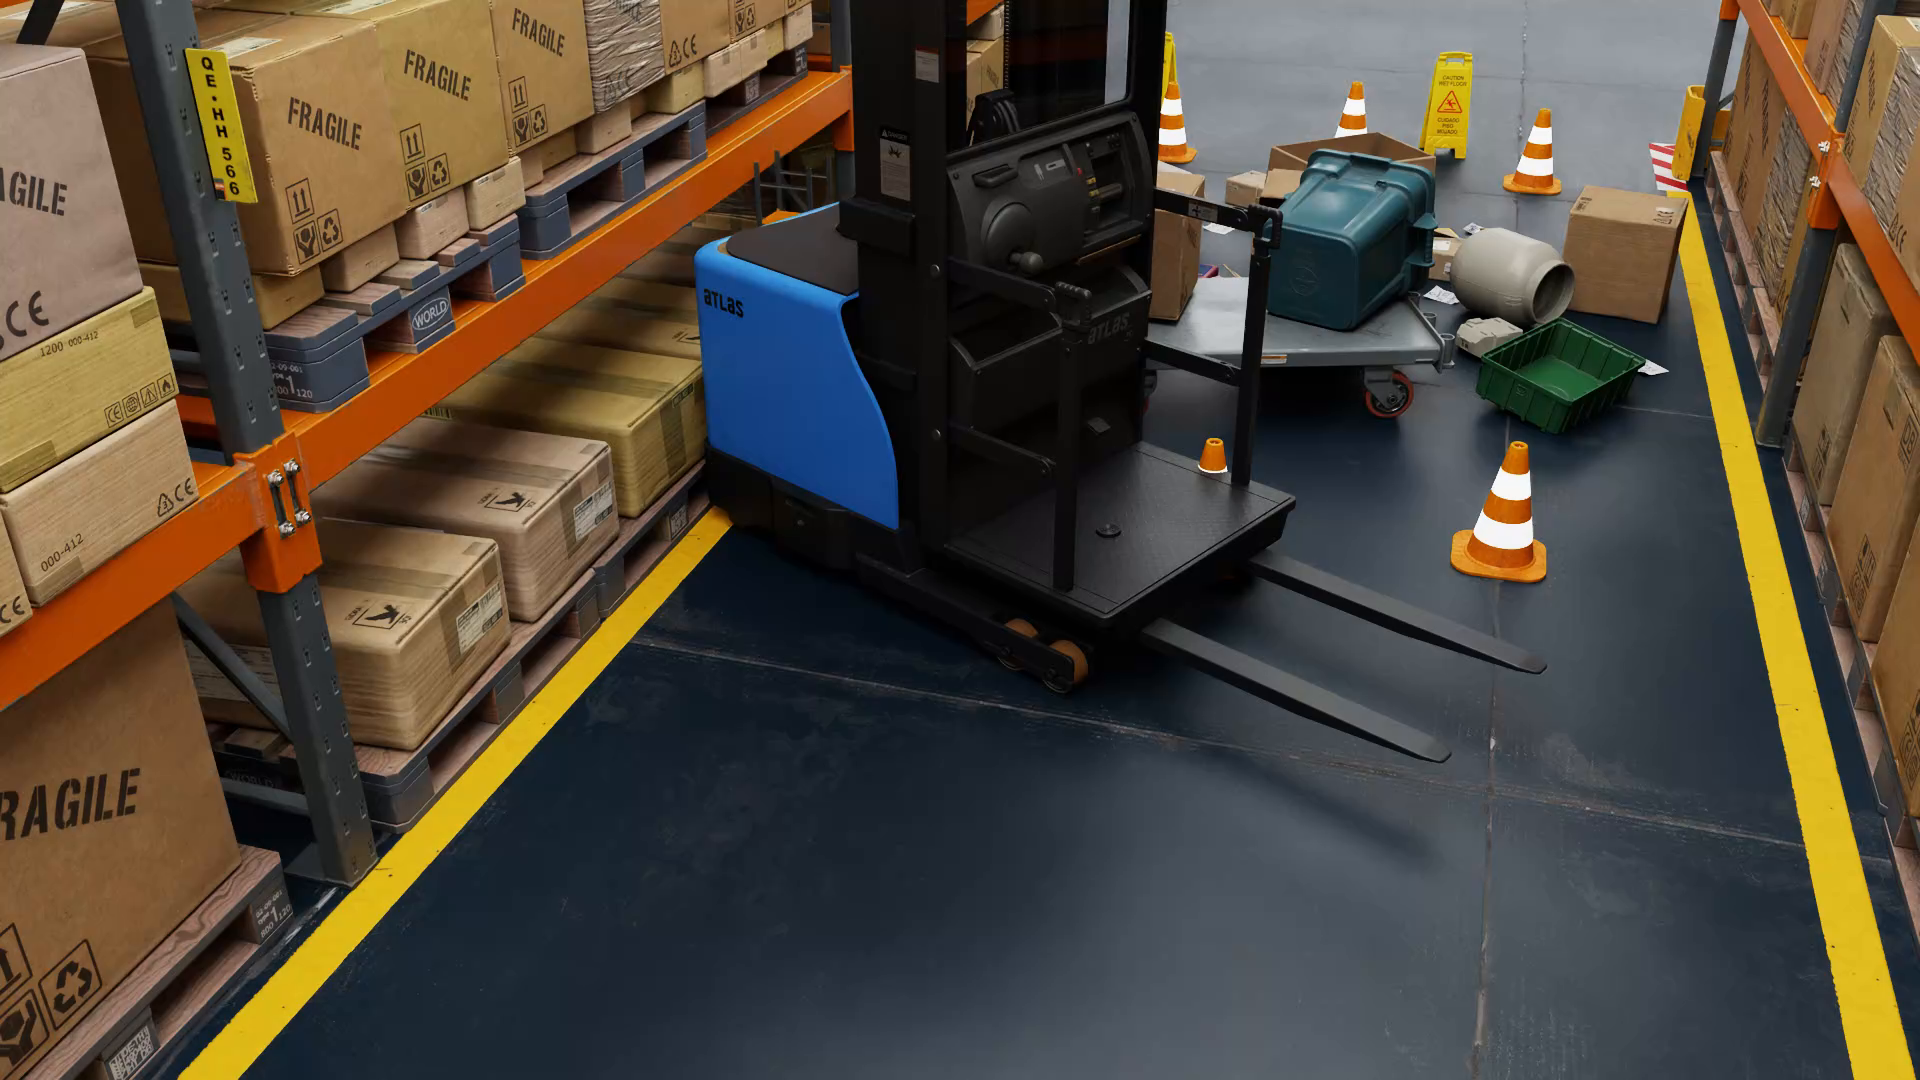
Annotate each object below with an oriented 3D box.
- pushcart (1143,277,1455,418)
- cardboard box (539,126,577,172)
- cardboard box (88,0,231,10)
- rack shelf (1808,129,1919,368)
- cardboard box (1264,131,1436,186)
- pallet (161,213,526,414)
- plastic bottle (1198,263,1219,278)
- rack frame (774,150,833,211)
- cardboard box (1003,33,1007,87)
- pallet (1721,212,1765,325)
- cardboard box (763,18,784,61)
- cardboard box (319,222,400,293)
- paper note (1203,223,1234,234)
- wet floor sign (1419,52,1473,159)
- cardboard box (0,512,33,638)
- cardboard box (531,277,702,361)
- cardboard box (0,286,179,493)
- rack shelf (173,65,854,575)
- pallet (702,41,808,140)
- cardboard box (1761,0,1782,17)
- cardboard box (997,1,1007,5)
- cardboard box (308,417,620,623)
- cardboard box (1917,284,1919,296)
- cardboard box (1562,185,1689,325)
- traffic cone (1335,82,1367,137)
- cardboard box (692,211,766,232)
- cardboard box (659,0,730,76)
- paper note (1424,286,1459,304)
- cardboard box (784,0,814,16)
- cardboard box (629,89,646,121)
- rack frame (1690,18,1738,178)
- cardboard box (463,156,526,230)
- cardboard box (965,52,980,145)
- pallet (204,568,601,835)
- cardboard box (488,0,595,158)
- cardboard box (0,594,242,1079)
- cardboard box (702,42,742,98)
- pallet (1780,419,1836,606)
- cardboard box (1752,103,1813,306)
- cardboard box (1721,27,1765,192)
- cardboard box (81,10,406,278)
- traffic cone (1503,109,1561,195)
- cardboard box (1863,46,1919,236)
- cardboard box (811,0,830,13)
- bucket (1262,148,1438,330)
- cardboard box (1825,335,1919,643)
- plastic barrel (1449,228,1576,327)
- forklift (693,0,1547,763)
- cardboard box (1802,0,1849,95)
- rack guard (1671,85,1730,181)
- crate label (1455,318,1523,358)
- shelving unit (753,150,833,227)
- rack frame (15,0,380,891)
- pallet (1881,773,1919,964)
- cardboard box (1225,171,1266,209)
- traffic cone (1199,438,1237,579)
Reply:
[{"bbox_3d":[1.256,-0.866,7.419,1.648,0.377,0.936,-1,29,-3],"label":"pushcart"},{"bbox_3d":[-1.458,-1.286,5.302,0.380,0.149,0.250,10,31,17],"label":"cardboard box"},{"bbox_3d":[-2.104,-1.305,4.670,0.500,0.500,0.500,8,30,14],"label":"cardboard box"},{"bbox_3d":[3.236,-0.411,4.643,1.077,0.370,4.000,8,30,15],"label":"rack shelf"},{"bbox_3d":[2.140,-1.905,9.156,0.797,0.503,0.637,-12,31,-20],"label":"cardboard box"},{"bbox_3d":[-2.005,-0.718,4.652,1.213,0.211,1.003,8,30,15],"label":"pallet"},{"bbox_3d":[1.233,-1.362,8.636,0.133,0.061,0.283,14,32,23],"label":"plastic bottle"},{"bbox_3d":[-0.614,-0.979,6.765,0.240,1.200,0.006,10,29,18],"label":"rack frame"},{"bbox_3d":[0.100,-2.830,9.877,0.500,0.500,0.500,10,31,17],"label":"cardboard box"},{"bbox_3d":[4.477,-1.347,8.455,1.003,0.211,1.213,8,30,15],"label":"pallet"},{"bbox_3d":[-0.920,-1.989,6.567,0.380,0.149,0.250,8,30,13],"label":"cardboard box"},{"bbox_3d":[-1.724,-0.780,4.393,0.380,0.149,0.250,7,30,12],"label":"cardboard box"},{"bbox_3d":[1.468,-1.774,9.419,0.148,0.019,0.142,20,35,32],"label":"paper note"},{"bbox_3d":[3.113,-2.781,10.585,0.267,0.644,0.232,3,29,6],"label":"wet floor sign"},{"bbox_3d":[-2.148,0.122,3.100,0.500,0.250,0.500,9,30,16],"label":"cardboard box"},{"bbox_3d":[-1.298,-0.771,6.821,0.950,0.372,0.625,10,31,18],"label":"cardboard box"},{"bbox_3d":[-2.012,-0.347,3.428,0.500,0.250,0.500,8,30,15],"label":"cardboard box"},{"bbox_3d":[-1.525,-1.070,5.829,1.077,0.370,4.000,8,30,15],"label":"rack shelf"},{"bbox_3d":[-1.302,-1.896,6.770,1.003,0.211,1.213,8,30,15],"label":"pallet"},{"bbox_3d":[4.507,-2.899,8.222,0.875,0.550,0.550,8,30,15],"label":"cardboard box"},{"bbox_3d":[0.129,-3.060,9.623,0.380,0.149,0.250,9,30,16],"label":"cardboard box"},{"bbox_3d":[-1.728,-0.096,5.608,0.950,0.372,0.625,8,30,14],"label":"cardboard box"},{"bbox_3d":[2.966,-0.790,4.482,0.500,0.500,0.500,9,30,16],"label":"cardboard box"},{"bbox_3d":[3.298,-1.431,8.306,0.500,0.500,0.500,14,32,23],"label":"cardboard box"},{"bbox_3d":[2.504,-2.680,10.592,0.336,0.463,0.334,8,30,15],"label":"traffic cone"},{"bbox_3d":[-1.022,-1.609,8.454,0.500,0.250,0.500,10,31,17],"label":"cardboard box"},{"bbox_3d":[-1.156,-1.954,5.837,0.500,0.500,0.500,10,30,17],"label":"cardboard box"},{"bbox_3d":[2.473,-1.246,8.467,0.172,0.023,0.155,20,35,32],"label":"paper note"},{"bbox_3d":[-0.855,-2.424,6.681,0.500,0.500,0.500,8,30,14],"label":"cardboard box"},{"bbox_3d":[-1.314,-1.530,5.741,0.380,0.149,0.250,7,30,13],"label":"cardboard box"},{"bbox_3d":[4.997,-3.514,9.481,1.000,3.000,0.127,8,30,15],"label":"rack frame"},{"bbox_3d":[-1.499,-1.026,4.835,0.380,0.149,0.250,9,30,15],"label":"cardboard box"},{"bbox_3d":[-0.207,-2.351,9.015,0.500,0.500,0.500,10,31,17],"label":"cardboard box"},{"bbox_3d":[-1.882,0.400,5.313,1.003,0.211,1.213,8,30,15],"label":"pallet"},{"bbox_3d":[-1.463,-1.480,4.983,0.500,0.500,0.500,9,30,16],"label":"cardboard box"},{"bbox_3d":[-2.395,0.599,3.842,0.875,0.875,0.875,8,30,14],"label":"cardboard box"},{"bbox_3d":[-1.033,-1.746,6.129,0.380,0.149,0.250,9,30,15],"label":"cardboard box"},{"bbox_3d":[3.669,-0.067,6.153,1.003,0.211,1.213,8,30,15],"label":"pallet"},{"bbox_3d":[4.336,-1.612,7.815,0.875,0.875,0.875,9,30,15],"label":"cardboard box"},{"bbox_3d":[4.861,-2.444,9.312,0.875,0.875,0.875,9,30,15],"label":"cardboard box"},{"bbox_3d":[-1.759,-0.989,4.101,0.500,0.500,0.500,8,30,13],"label":"cardboard box"},{"bbox_3d":[3.484,-2.361,10.018,0.336,0.463,0.334,8,30,15],"label":"traffic cone"},{"bbox_3d":[3.264,-1.258,5.323,0.500,0.500,0.500,9,30,15],"label":"cardboard box"},{"bbox_3d":[-0.543,-2.653,7.524,0.500,0.500,0.500,8,30,15],"label":"cardboard box"},{"bbox_3d":[1.659,-1.281,7.271,0.726,0.611,0.620,20,45,32],"label":"bucket"},{"bbox_3d":[3.440,-0.106,5.238,1.050,0.750,0.750,8,30,15],"label":"cardboard box"},{"bbox_3d":[2.690,-1.275,8.107,0.421,0.421,0.512,-17,34,-28],"label":"plastic barrel"},{"bbox_3d":[0.460,-1.077,5.171,3.031,2.935,1.130,24,37,36],"label":"forklift"},{"bbox_3d":[4.060,-2.152,6.879,0.875,0.550,0.550,8,30,15],"label":"cardboard box"},{"bbox_3d":[5.004,-2.433,10.109,1.175,0.500,0.348,8,30,15],"label":"rack guard"},{"bbox_3d":[2.488,-0.943,7.805,0.298,0.136,0.250,-12,31,-20],"label":"crate label"},{"bbox_3d":[-0.646,-0.939,6.689,0.258,1.200,0.189,10,29,18],"label":"shelving unit"},{"bbox_3d":[-2.113,-0.455,3.983,1.000,3.000,0.127,8,30,15],"label":"rack frame"},{"bbox_3d":[2.953,1.067,4.115,1.003,0.211,1.213,8,30,15],"label":"pallet"},{"bbox_3d":[1.782,-2.030,9.747,0.250,0.149,0.380,-24,37,-37],"label":"cardboard box"},{"bbox_3d":[0.907,-0.152,6.047,0.336,0.463,0.334,8,30,15],"label":"traffic cone"}]
